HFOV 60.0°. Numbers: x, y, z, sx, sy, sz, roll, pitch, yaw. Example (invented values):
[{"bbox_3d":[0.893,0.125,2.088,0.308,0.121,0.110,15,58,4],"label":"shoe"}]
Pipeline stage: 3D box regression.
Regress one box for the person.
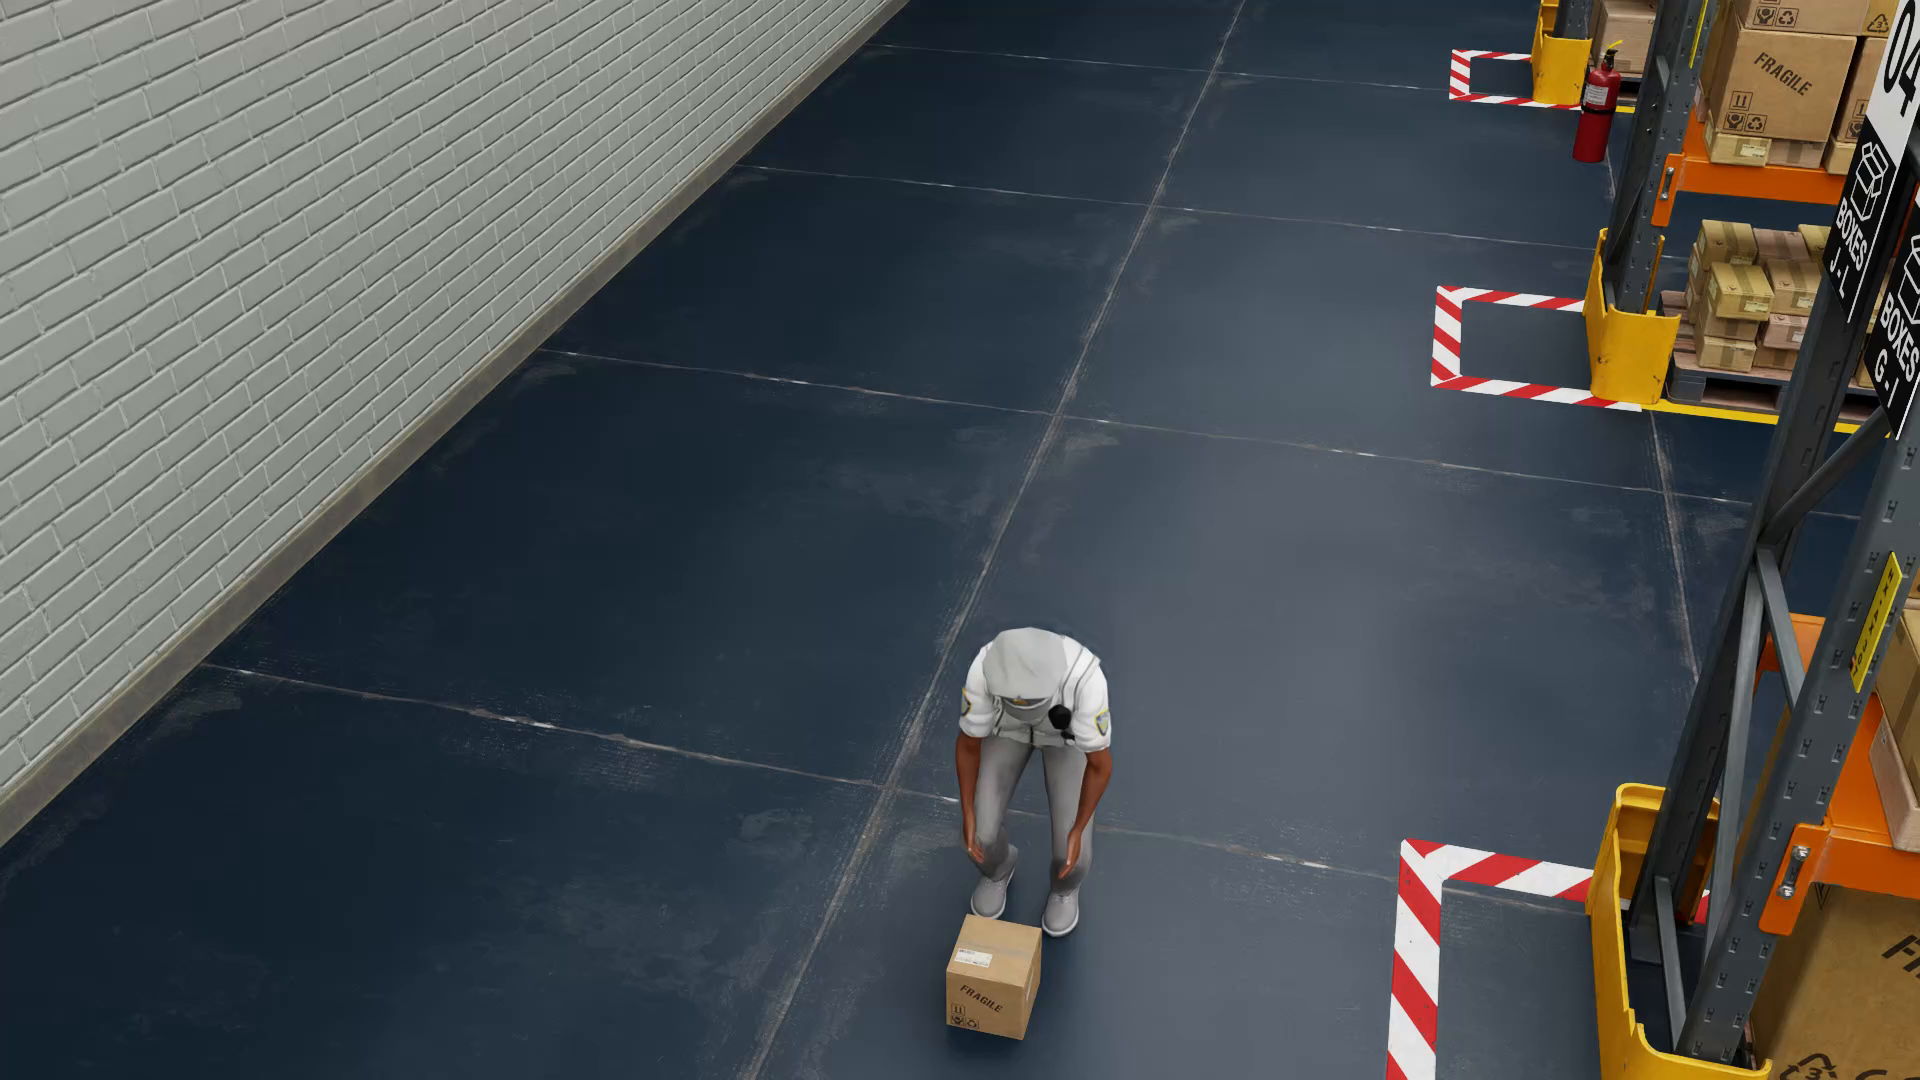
[{"bbox_3d":[0.251,0.735,5.321,0.496,1.331,0.740,8,34,12],"label":"person"}]
